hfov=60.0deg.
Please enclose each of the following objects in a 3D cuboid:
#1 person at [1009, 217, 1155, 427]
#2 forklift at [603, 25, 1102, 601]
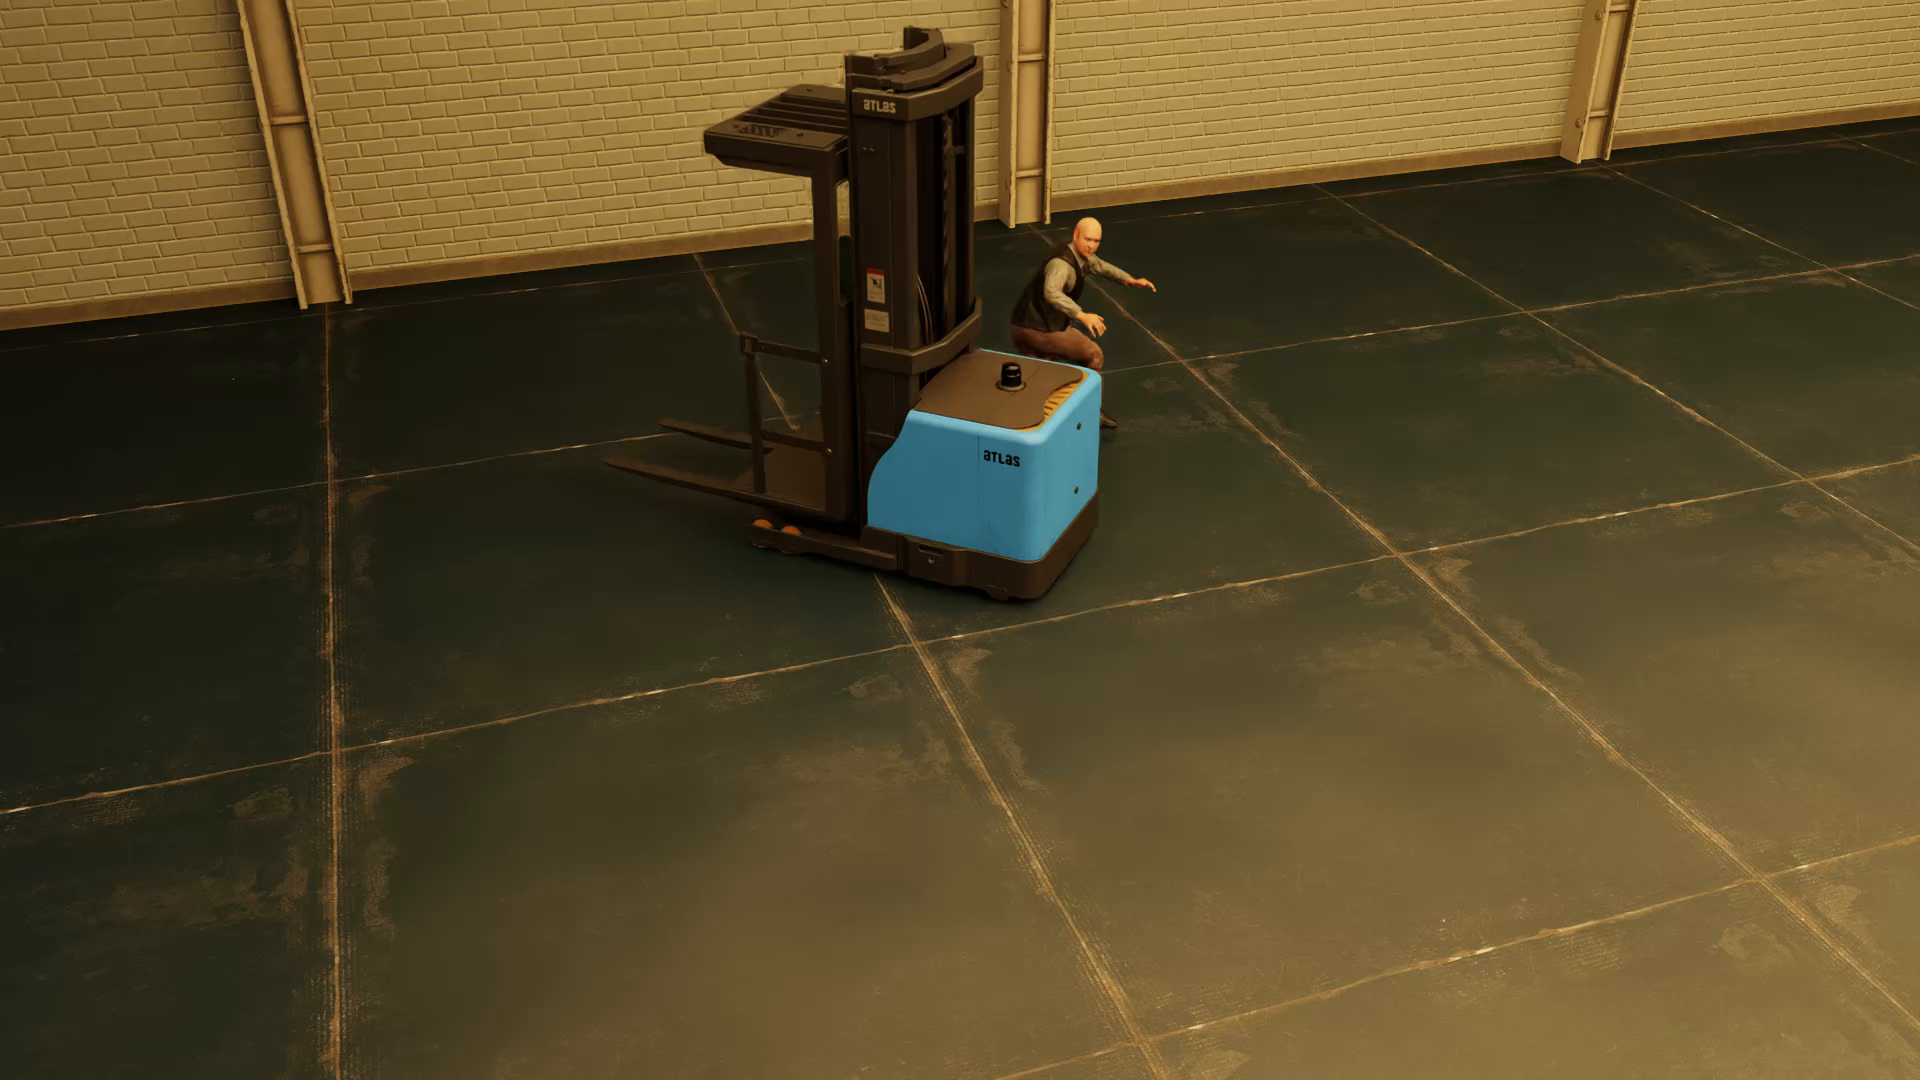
[{"bbox_3d":[0.828,-1.341,10.870,1.003,1.495,0.943,-6,30,-11],"label":"person"},{"bbox_3d":[-0.730,-1.410,9.537,3.031,2.935,1.130,13,32,21],"label":"forklift"}]
